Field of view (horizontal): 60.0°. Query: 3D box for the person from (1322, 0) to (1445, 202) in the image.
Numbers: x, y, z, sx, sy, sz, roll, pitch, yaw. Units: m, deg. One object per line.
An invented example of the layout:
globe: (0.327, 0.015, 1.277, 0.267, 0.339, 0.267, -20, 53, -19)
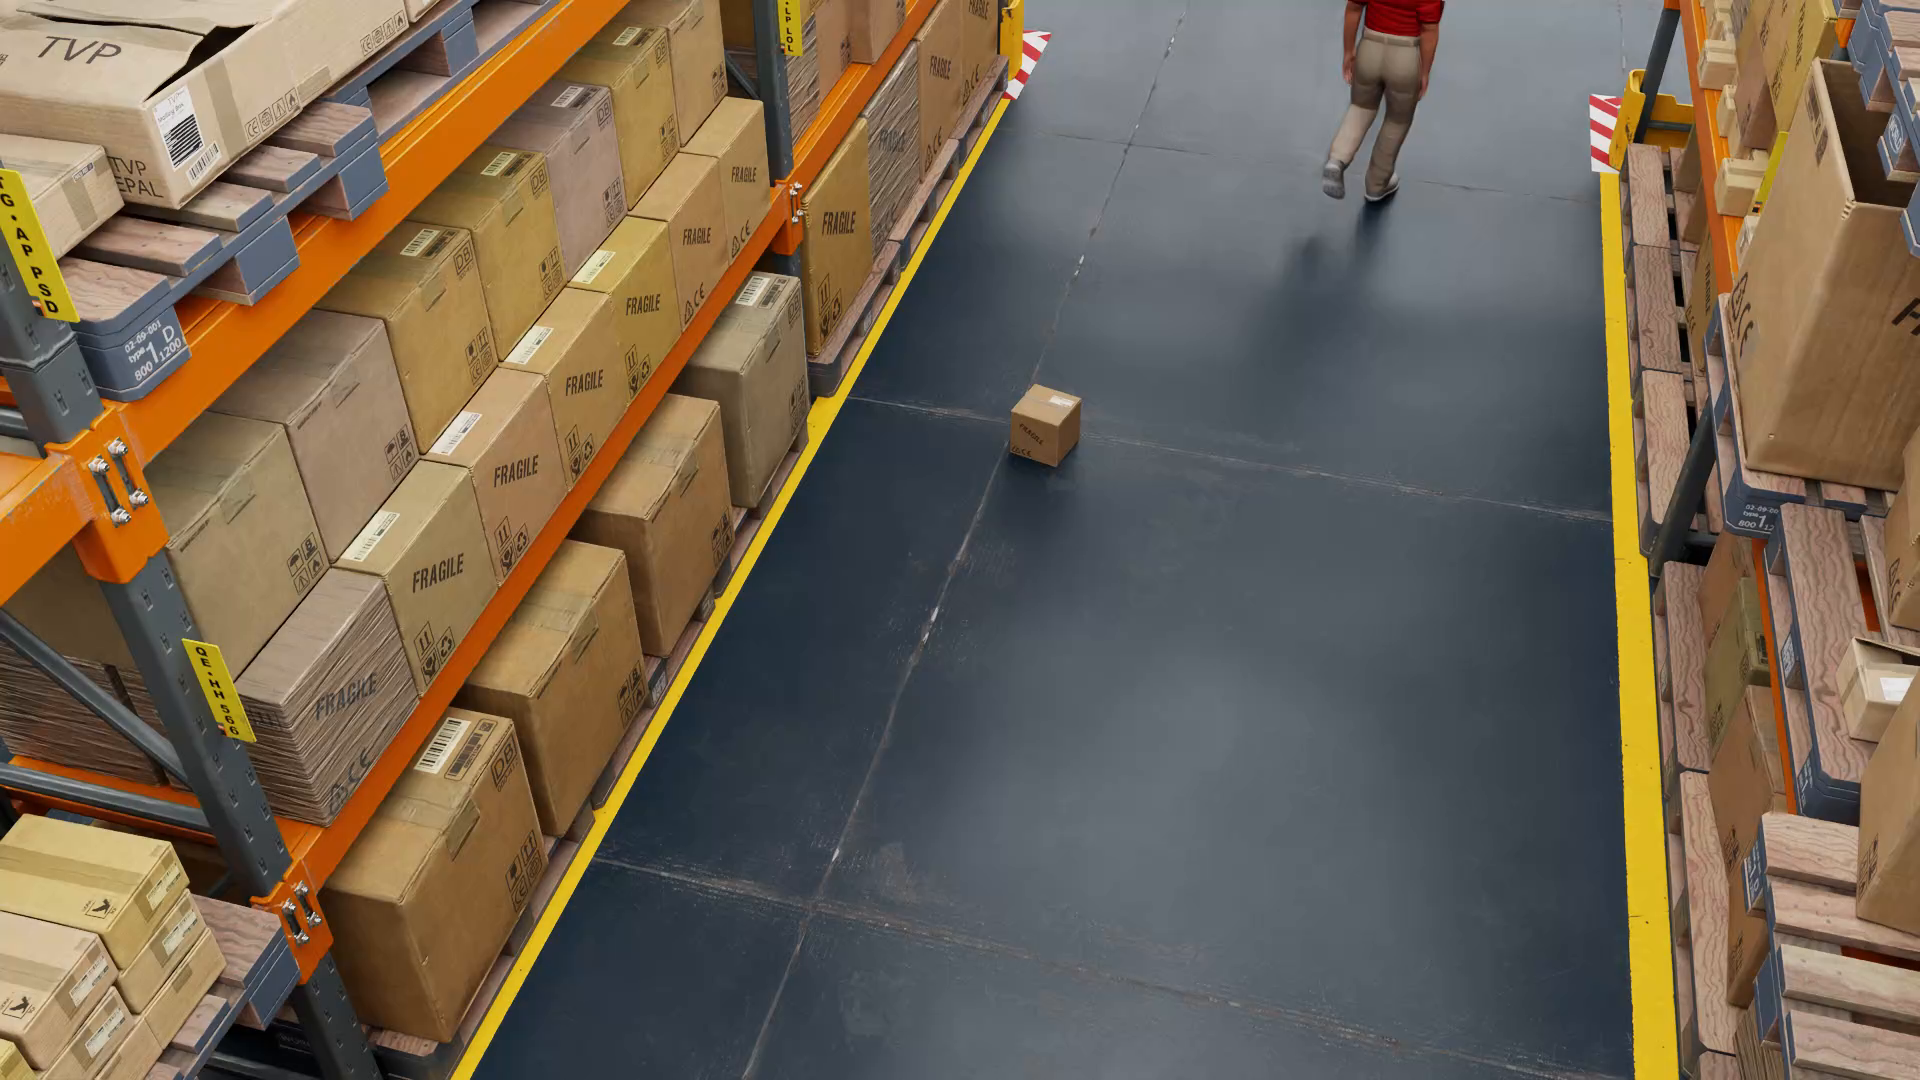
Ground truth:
person: (2.358, -2.652, 9.226, 0.535, 1.705, 0.633, 25, 47, 26)
